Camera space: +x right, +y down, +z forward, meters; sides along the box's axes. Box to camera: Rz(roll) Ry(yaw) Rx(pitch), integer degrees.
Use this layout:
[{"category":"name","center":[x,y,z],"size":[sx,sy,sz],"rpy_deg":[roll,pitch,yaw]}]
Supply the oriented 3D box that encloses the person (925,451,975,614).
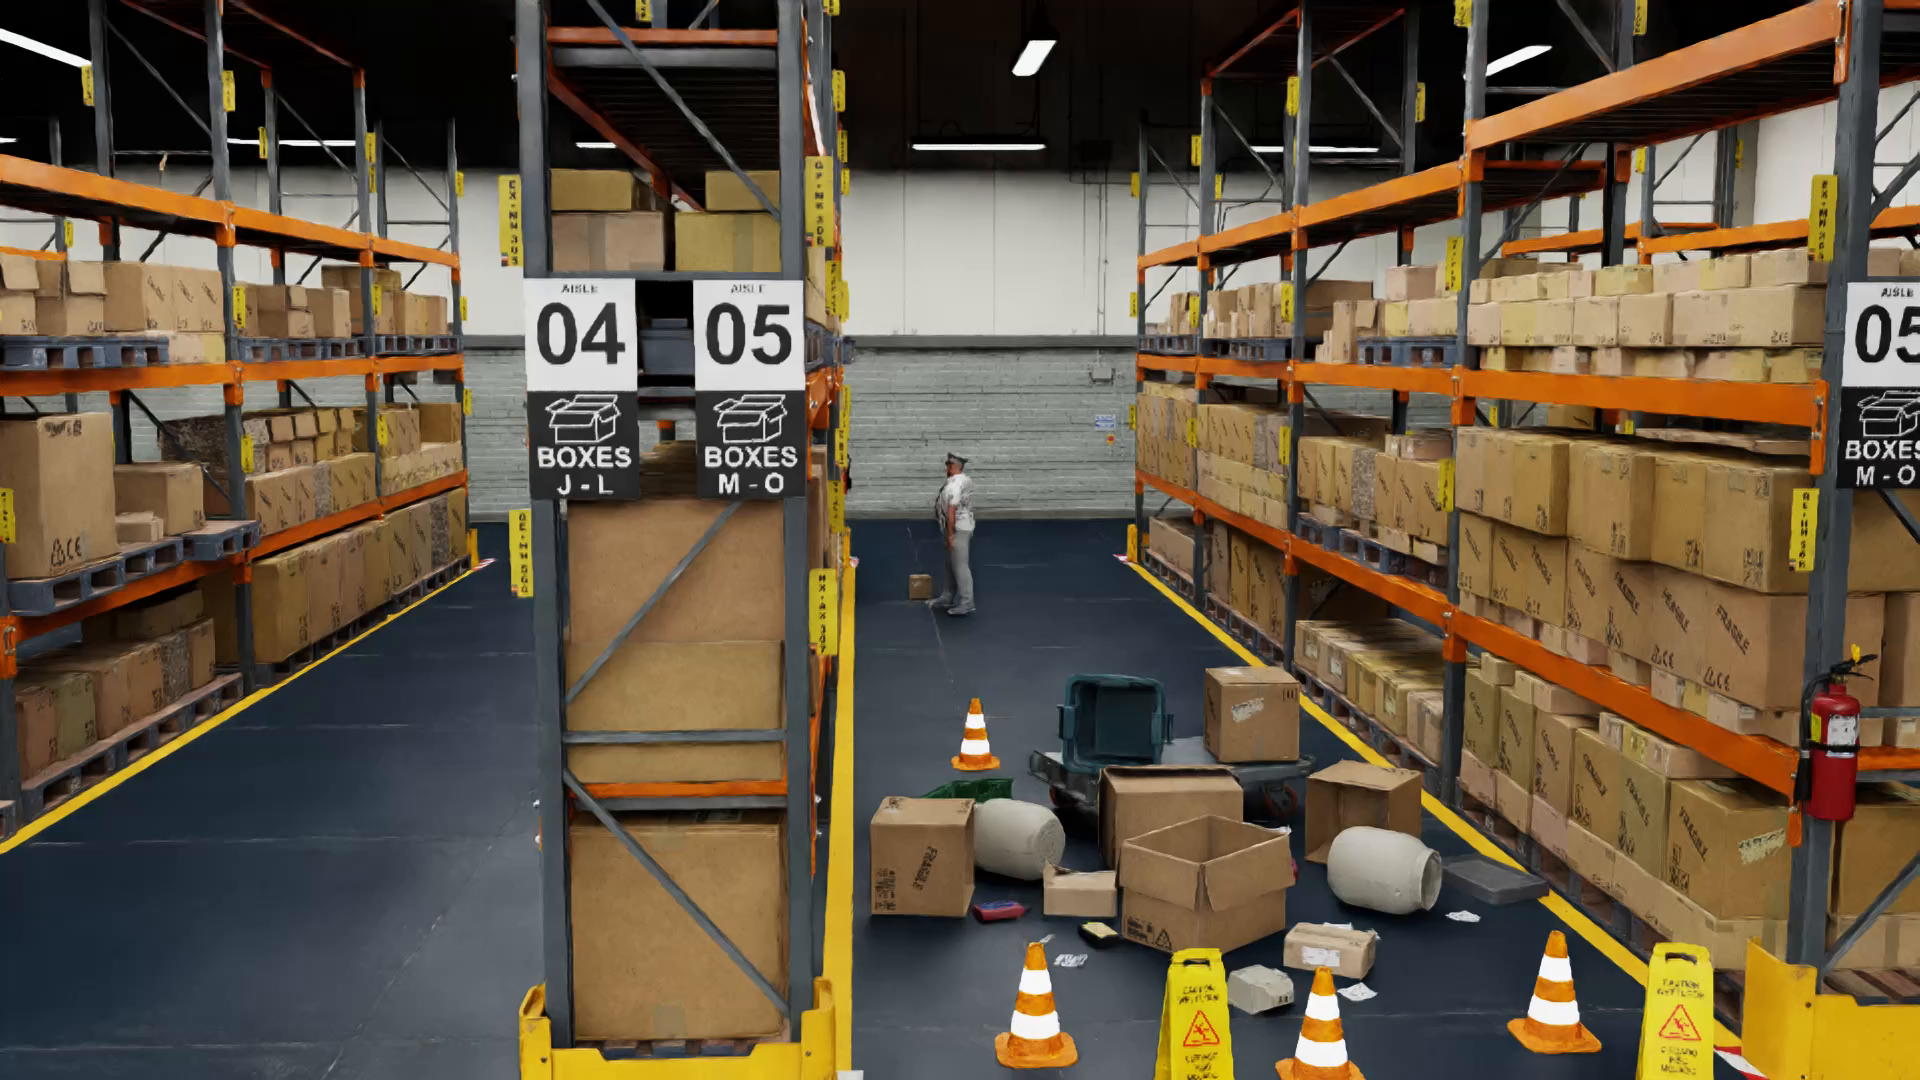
[{"category":"person","center":[-0.104,-0.095,18.364],"size":[0.630,1.742,0.731],"rpy_deg":[2,7,13]}]
